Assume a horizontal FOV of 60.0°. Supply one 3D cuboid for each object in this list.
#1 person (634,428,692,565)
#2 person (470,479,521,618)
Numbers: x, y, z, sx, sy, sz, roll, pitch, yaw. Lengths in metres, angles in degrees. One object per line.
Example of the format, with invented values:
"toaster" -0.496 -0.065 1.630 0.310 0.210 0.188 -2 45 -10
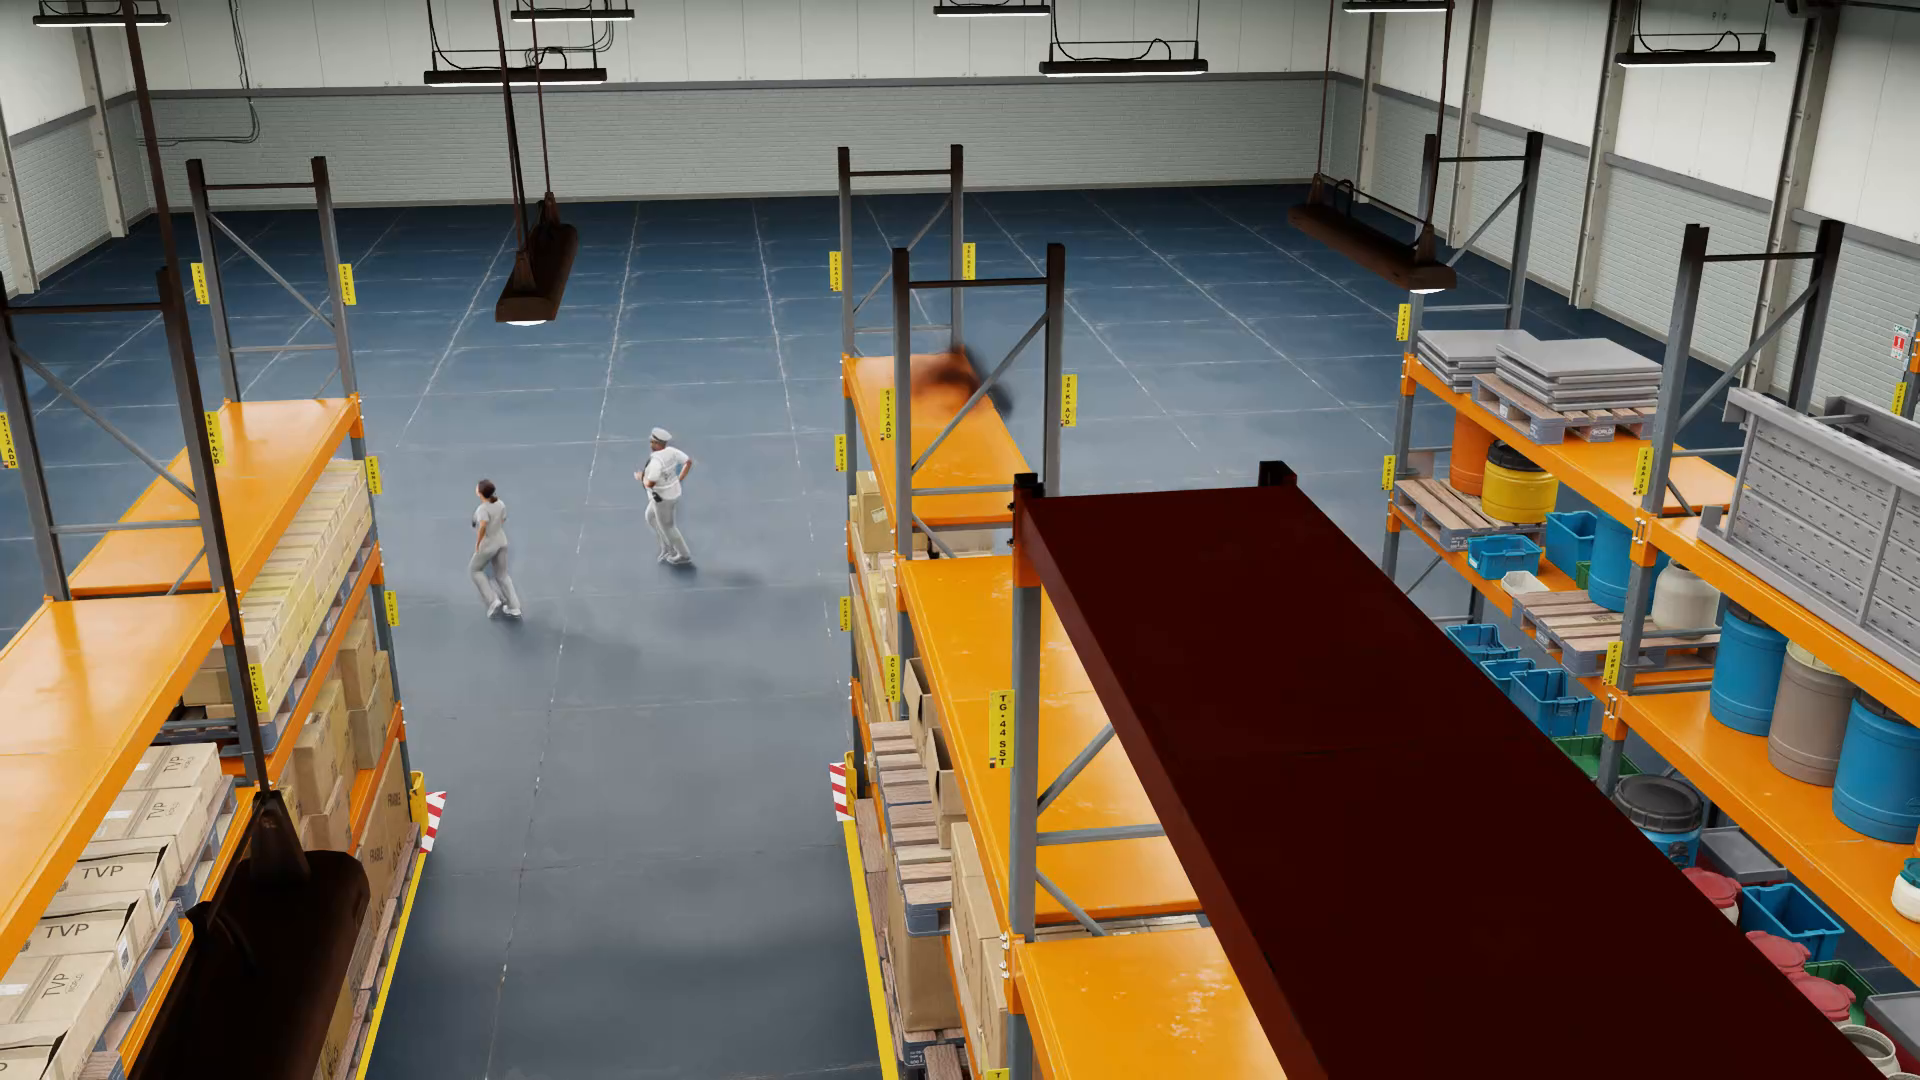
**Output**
"person" -3.686 -0.523 20.582 0.694 1.811 0.646 4 22 9
"person" -5.413 0.111 19.137 0.681 1.688 0.582 13 25 29
